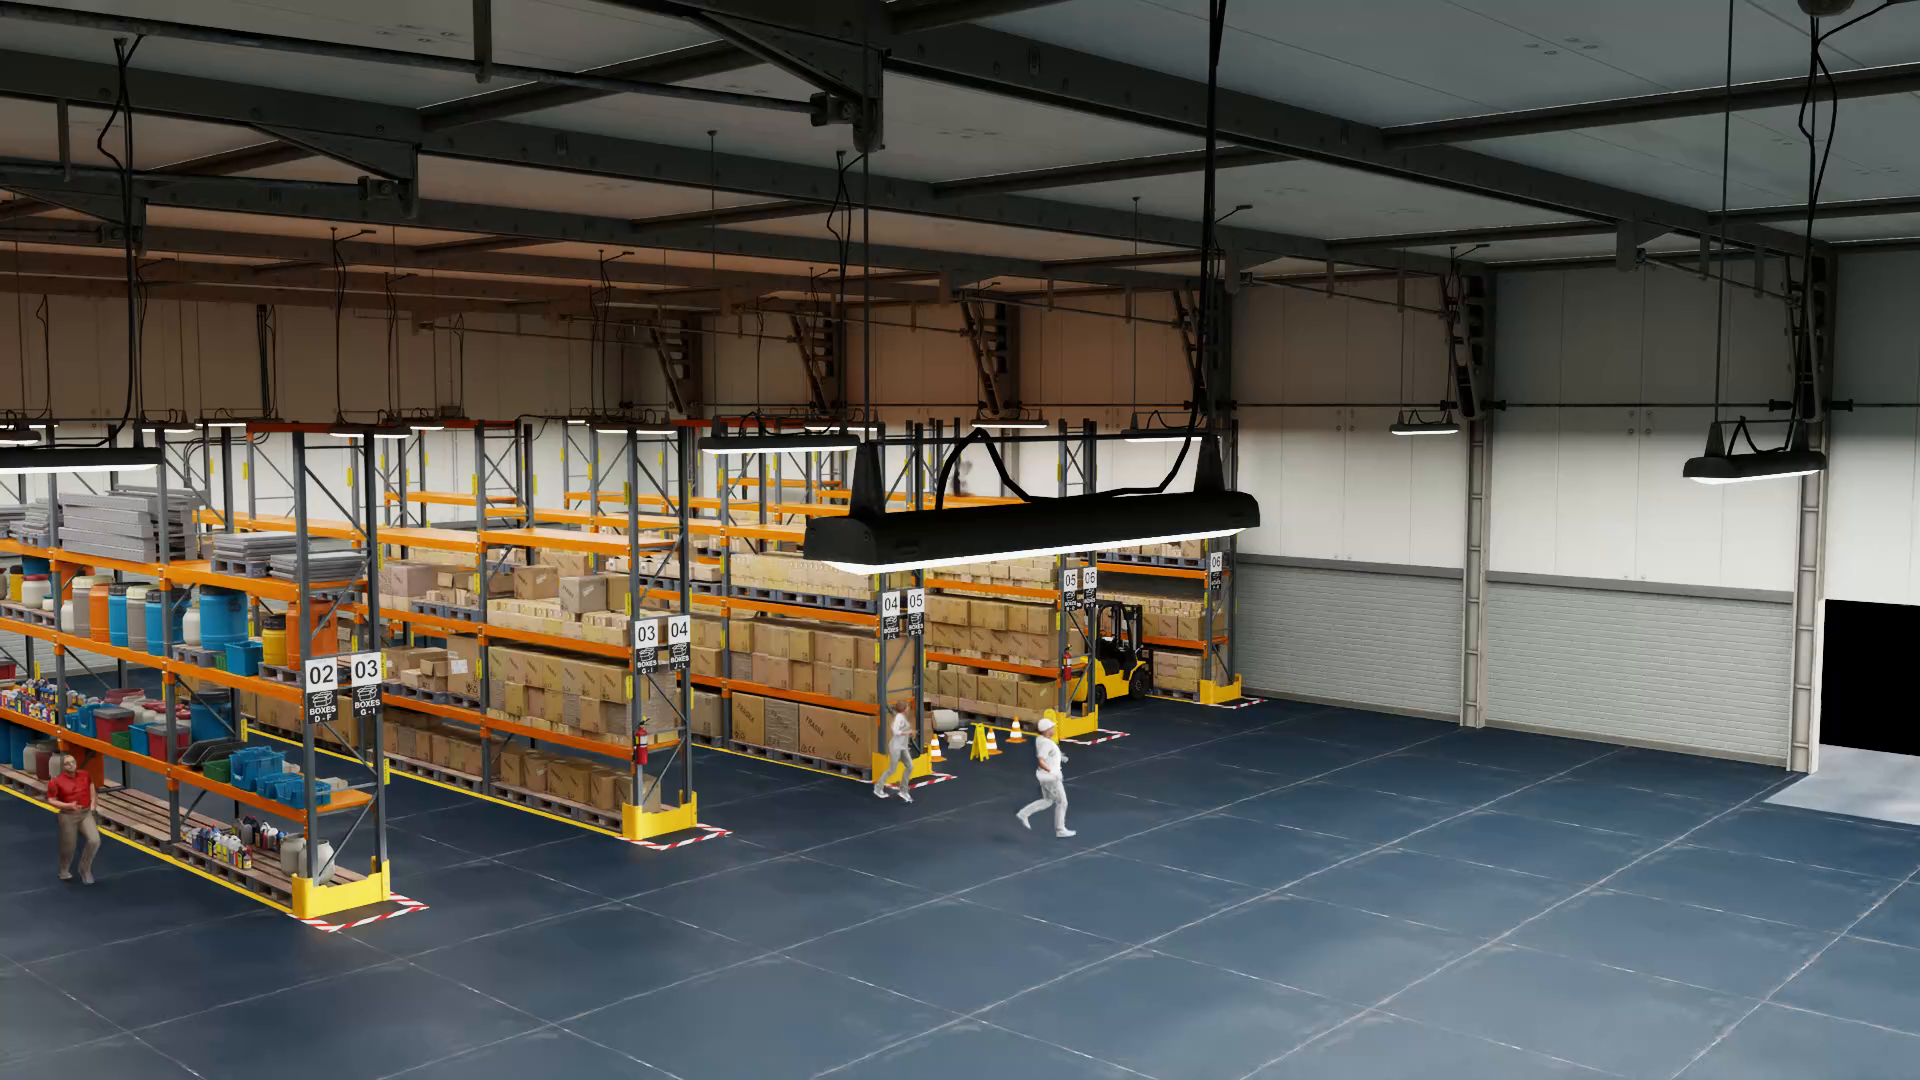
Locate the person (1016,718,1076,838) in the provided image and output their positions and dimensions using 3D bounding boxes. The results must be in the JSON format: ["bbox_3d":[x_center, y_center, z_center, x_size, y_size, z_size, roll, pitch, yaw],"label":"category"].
[{"bbox_3d":[1.267,3.472,24.269,0.872,1.756,0.698,-1,5,-8],"label":"person"}]

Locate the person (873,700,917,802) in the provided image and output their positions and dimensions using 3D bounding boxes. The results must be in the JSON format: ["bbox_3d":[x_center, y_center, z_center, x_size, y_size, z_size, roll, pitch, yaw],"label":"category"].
[{"bbox_3d":[-1.001,3.366,26.695,0.679,1.604,0.561,1,5,17],"label":"person"}]

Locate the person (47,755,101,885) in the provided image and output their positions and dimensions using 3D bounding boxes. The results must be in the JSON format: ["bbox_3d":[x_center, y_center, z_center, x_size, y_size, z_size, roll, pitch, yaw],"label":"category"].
[{"bbox_3d":[-11.689,3.705,21.983,0.737,1.754,0.671,4,6,40],"label":"person"}]
